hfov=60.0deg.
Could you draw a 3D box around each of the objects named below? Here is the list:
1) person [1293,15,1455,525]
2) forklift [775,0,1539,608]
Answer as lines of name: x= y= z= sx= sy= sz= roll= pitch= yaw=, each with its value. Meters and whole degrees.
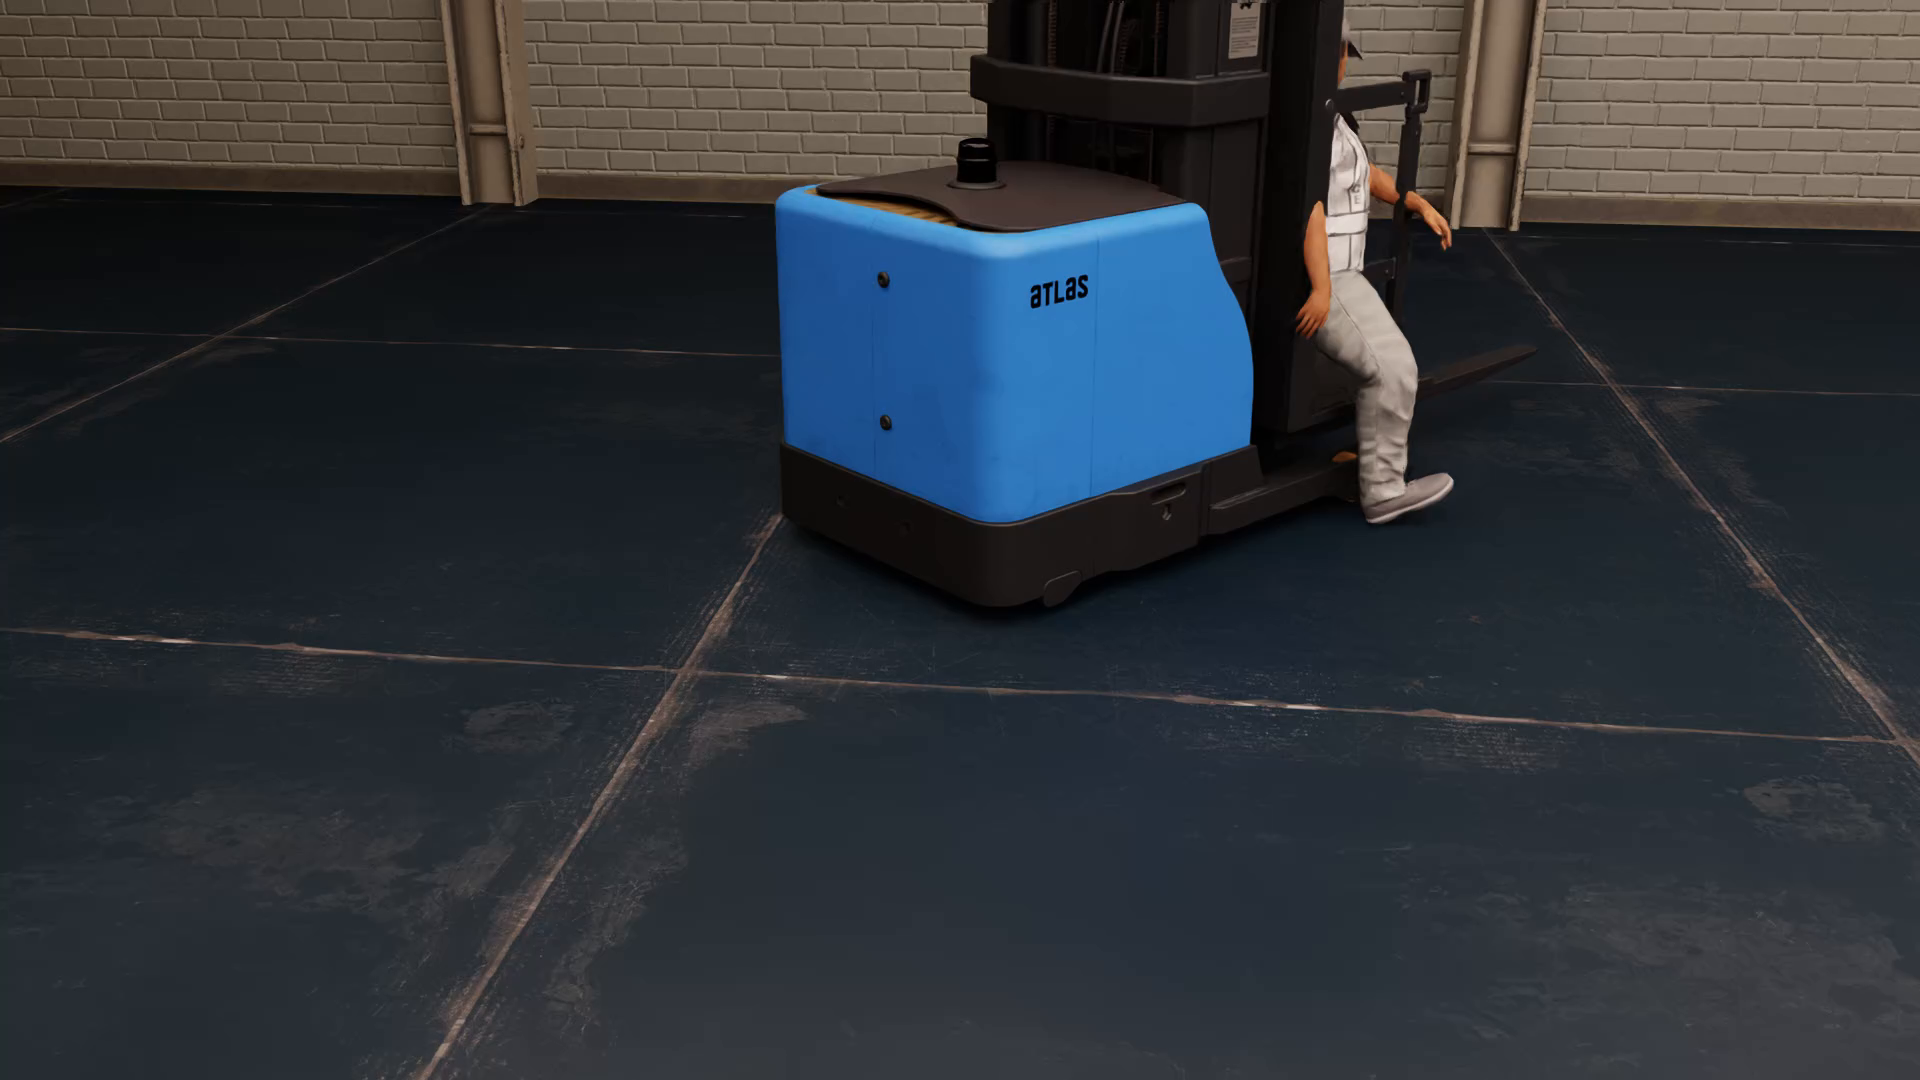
person: x=1.141 y=-0.837 z=5.200 sx=0.859 sy=1.568 sz=0.675 roll=1 pitch=22 yaw=2
forklift: x=0.883 y=-1.614 z=5.261 sx=3.031 sy=2.935 sz=1.130 roll=-18 pitch=28 yaw=-38
